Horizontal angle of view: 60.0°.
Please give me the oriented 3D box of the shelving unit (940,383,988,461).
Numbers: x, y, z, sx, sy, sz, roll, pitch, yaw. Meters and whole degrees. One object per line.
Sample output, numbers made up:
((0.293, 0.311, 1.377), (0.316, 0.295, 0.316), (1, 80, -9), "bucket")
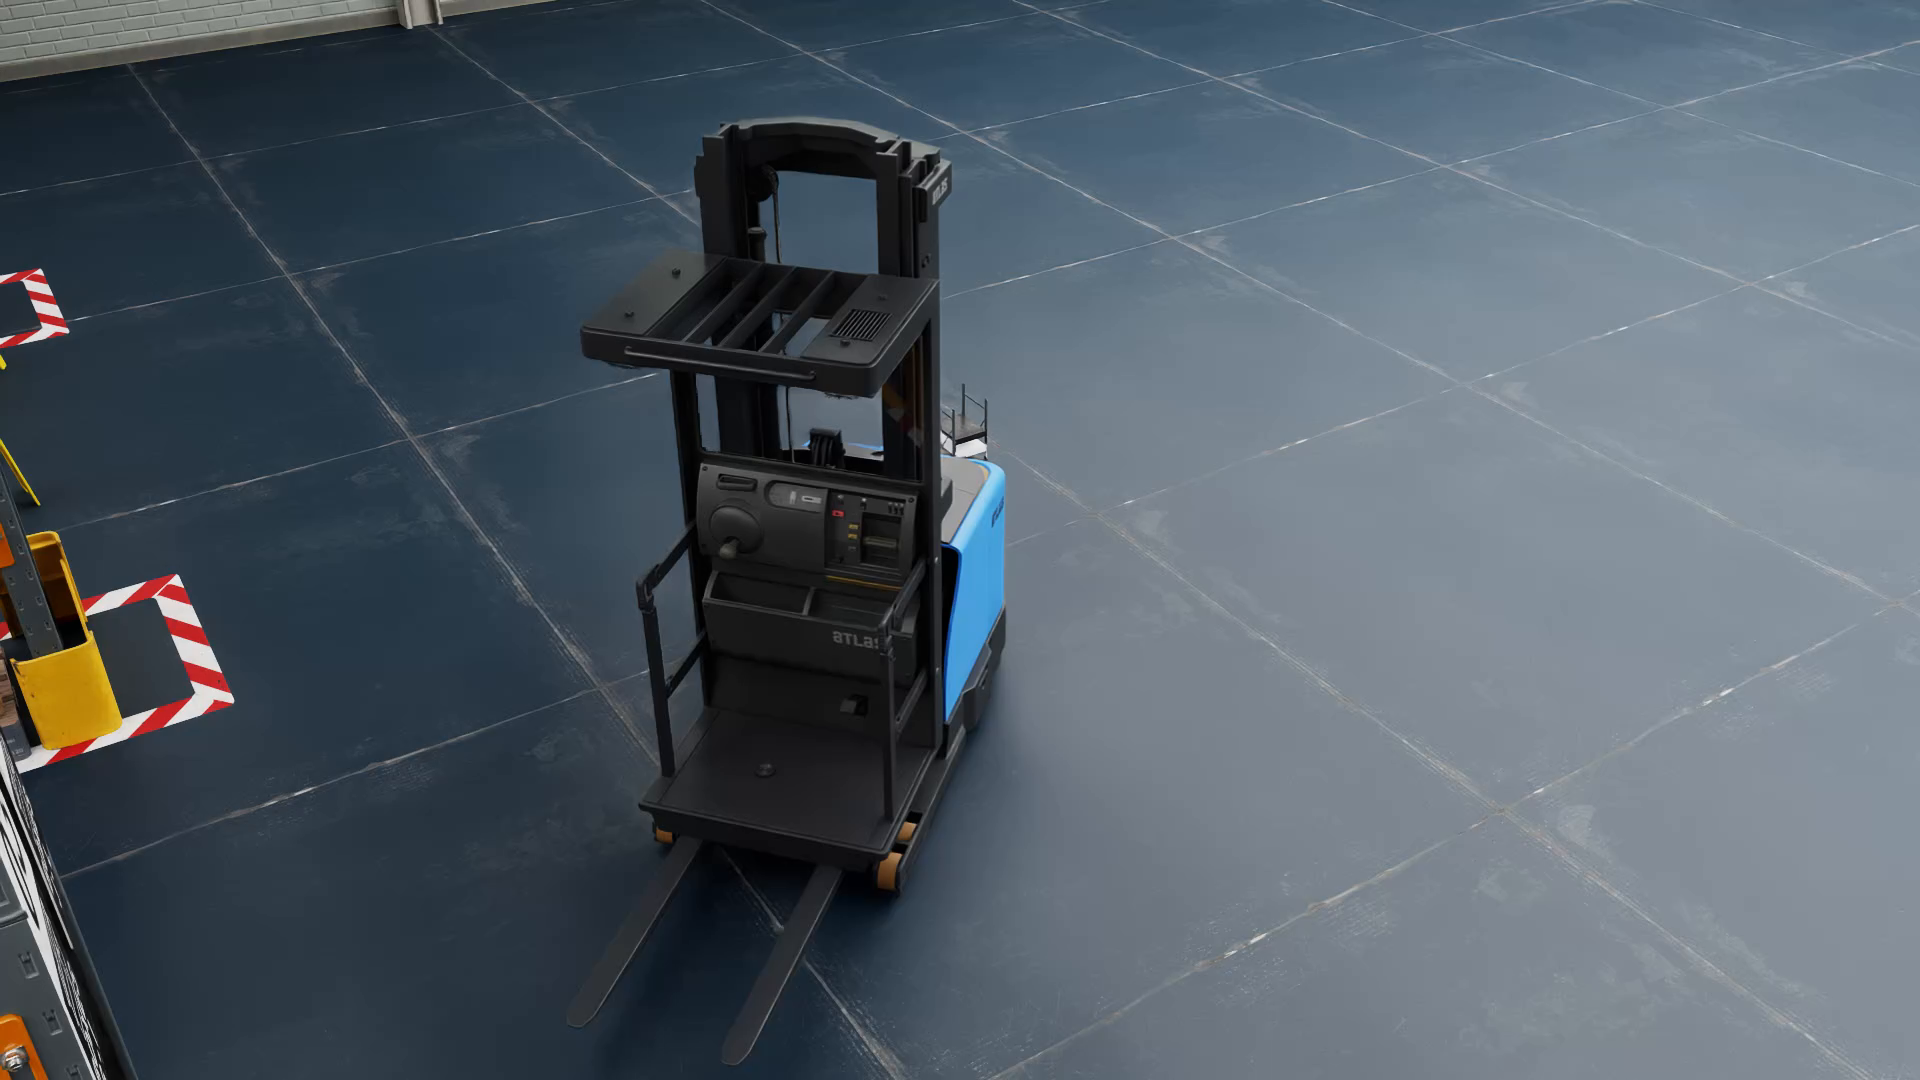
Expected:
((-0.007, -0.378, 9.006), (0.210, 0.900, 0.258), (-19, 37, -27), "shelving unit")

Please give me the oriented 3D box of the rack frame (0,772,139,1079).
((-1.817, 1.669, 3.793), (0.127, 3.000, 1.000), (-19, 37, -27), "rack frame")

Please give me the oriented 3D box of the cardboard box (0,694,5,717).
((-4.954, 0.362, 7.462), (0.875, 0.875, 0.875), (-19, 37, -27), "cardboard box")

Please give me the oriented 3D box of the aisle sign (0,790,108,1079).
((-1.602, 0.686, 2.914), (0.004, 0.787, 0.394), (-19, 37, -27), "aisle sign")

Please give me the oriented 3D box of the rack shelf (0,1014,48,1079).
((-3.498, 1.283, 2.268), (4.000, 0.370, 1.077), (-19, 37, -27), "rack shelf")

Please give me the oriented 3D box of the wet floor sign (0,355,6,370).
((-6.447, -1.354, 10.792), (0.232, 0.644, 0.267), (-7, 33, -11), "wet floor sign")

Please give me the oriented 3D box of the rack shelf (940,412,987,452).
((-0.007, -0.578, 8.880), (0.200, 0.077, 0.258), (-19, 37, -27), "rack shelf")

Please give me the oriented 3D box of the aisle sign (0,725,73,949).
((-1.927, 0.417, 3.341), (0.004, 0.787, 0.394), (-19, 37, -27), "aisle sign")

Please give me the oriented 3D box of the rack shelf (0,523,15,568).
((-6.100, 0.298, 6.640), (4.000, 0.370, 1.077), (-19, 37, -27), "rack shelf")

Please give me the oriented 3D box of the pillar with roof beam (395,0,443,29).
((-3.577, -7.544, 12.775), (0.400, 9.000, 9.100), (-19, 37, -27), "pillar with roof beam")

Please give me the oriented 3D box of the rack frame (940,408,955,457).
((-0.092, -0.349, 8.960), (0.006, 0.900, 0.240), (-19, 37, -27), "rack frame")

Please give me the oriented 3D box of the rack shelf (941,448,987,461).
((-0.007, -0.426, 8.976), (0.200, 0.077, 0.258), (-19, 37, -27), "rack shelf")

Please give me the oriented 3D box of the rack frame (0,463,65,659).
((-4.419, -0.584, 7.365), (0.127, 3.000, 1.000), (-19, 37, -27), "rack frame")

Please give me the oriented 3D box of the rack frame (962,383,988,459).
((0.079, -0.408, 9.053), (0.006, 0.900, 0.240), (-19, 37, -27), "rack frame")

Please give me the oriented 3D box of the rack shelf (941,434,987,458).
((-0.007, -0.502, 8.928), (0.200, 0.077, 0.258), (-19, 37, -27), "rack shelf")

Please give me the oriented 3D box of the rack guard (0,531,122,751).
((-4.399, 0.466, 8.043), (0.348, 0.500, 1.175), (-19, 37, -27), "rack guard")

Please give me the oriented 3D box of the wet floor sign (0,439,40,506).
((-5.468, -0.485, 9.414), (0.232, 0.644, 0.267), (-26, 41, -35), "wet floor sign")

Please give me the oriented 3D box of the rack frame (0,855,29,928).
((-1.817, -0.868, 2.192), (0.127, 3.000, 1.000), (-19, 37, -27), "rack frame")

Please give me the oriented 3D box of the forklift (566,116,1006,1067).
((-0.681, -0.013, 6.524), (1.130, 2.935, 3.031), (9, 33, 14), "forklift")

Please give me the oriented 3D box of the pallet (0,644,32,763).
((-5.049, 0.861, 7.687), (1.213, 0.211, 1.003), (-19, 37, -27), "pallet")
